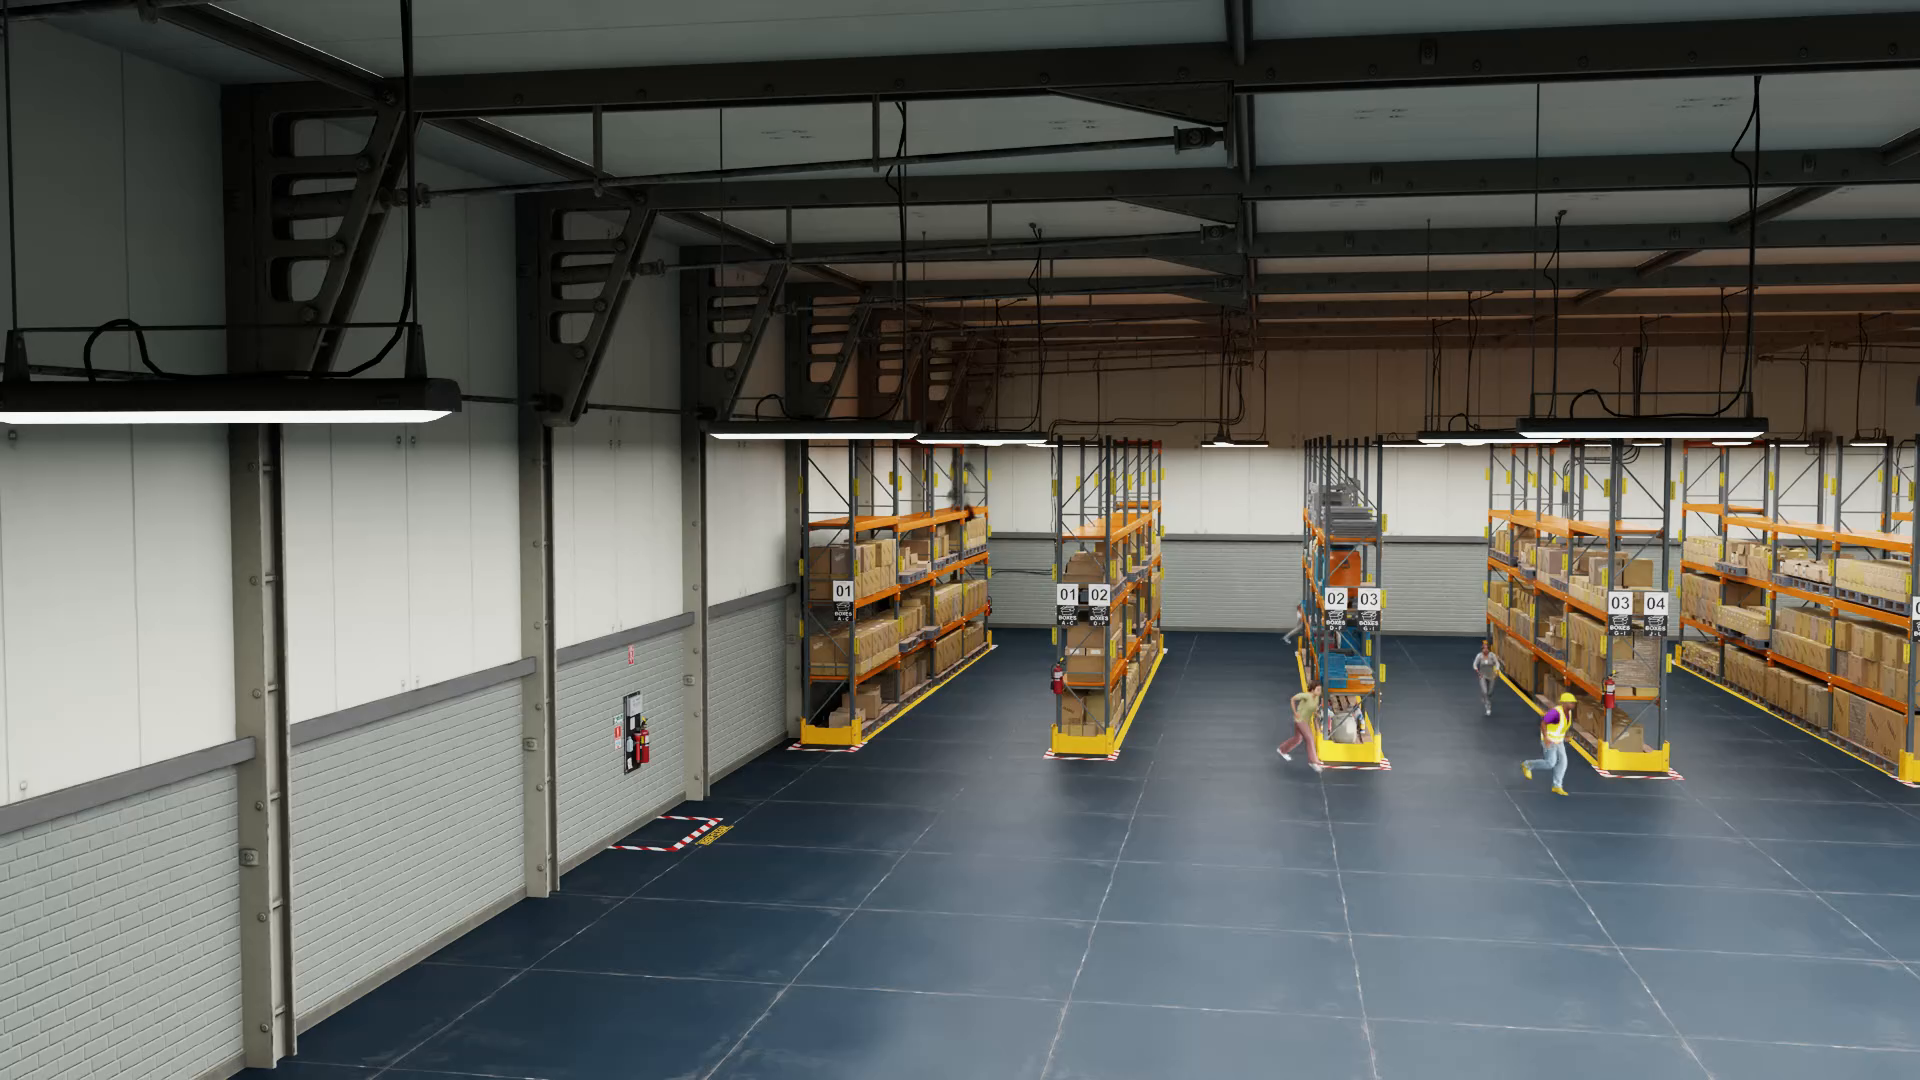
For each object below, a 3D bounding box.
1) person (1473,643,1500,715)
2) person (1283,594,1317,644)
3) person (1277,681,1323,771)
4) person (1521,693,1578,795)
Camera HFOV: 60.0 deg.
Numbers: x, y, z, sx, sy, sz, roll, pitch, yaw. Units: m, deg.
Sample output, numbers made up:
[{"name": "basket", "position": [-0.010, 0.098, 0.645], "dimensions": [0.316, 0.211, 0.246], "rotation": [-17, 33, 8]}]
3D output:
[{"name": "person", "position": [11.451, 3.013, 36.212], "dimensions": [0.565, 1.562, 0.675], "rotation": [1, 3, 10]}, {"name": "person", "position": [10.022, 2.309, 48.712], "dimensions": [1.127, 1.613, 0.692], "rotation": [2, 4, 32]}, {"name": "person", "position": [6.122, 3.323, 29.985], "dimensions": [0.617, 1.625, 1.001], "rotation": [-2, 4, -37]}, {"name": "person", "position": [9.896, 3.389, 27.901], "dimensions": [0.942, 1.708, 0.701], "rotation": [3, 4, 42]}]
